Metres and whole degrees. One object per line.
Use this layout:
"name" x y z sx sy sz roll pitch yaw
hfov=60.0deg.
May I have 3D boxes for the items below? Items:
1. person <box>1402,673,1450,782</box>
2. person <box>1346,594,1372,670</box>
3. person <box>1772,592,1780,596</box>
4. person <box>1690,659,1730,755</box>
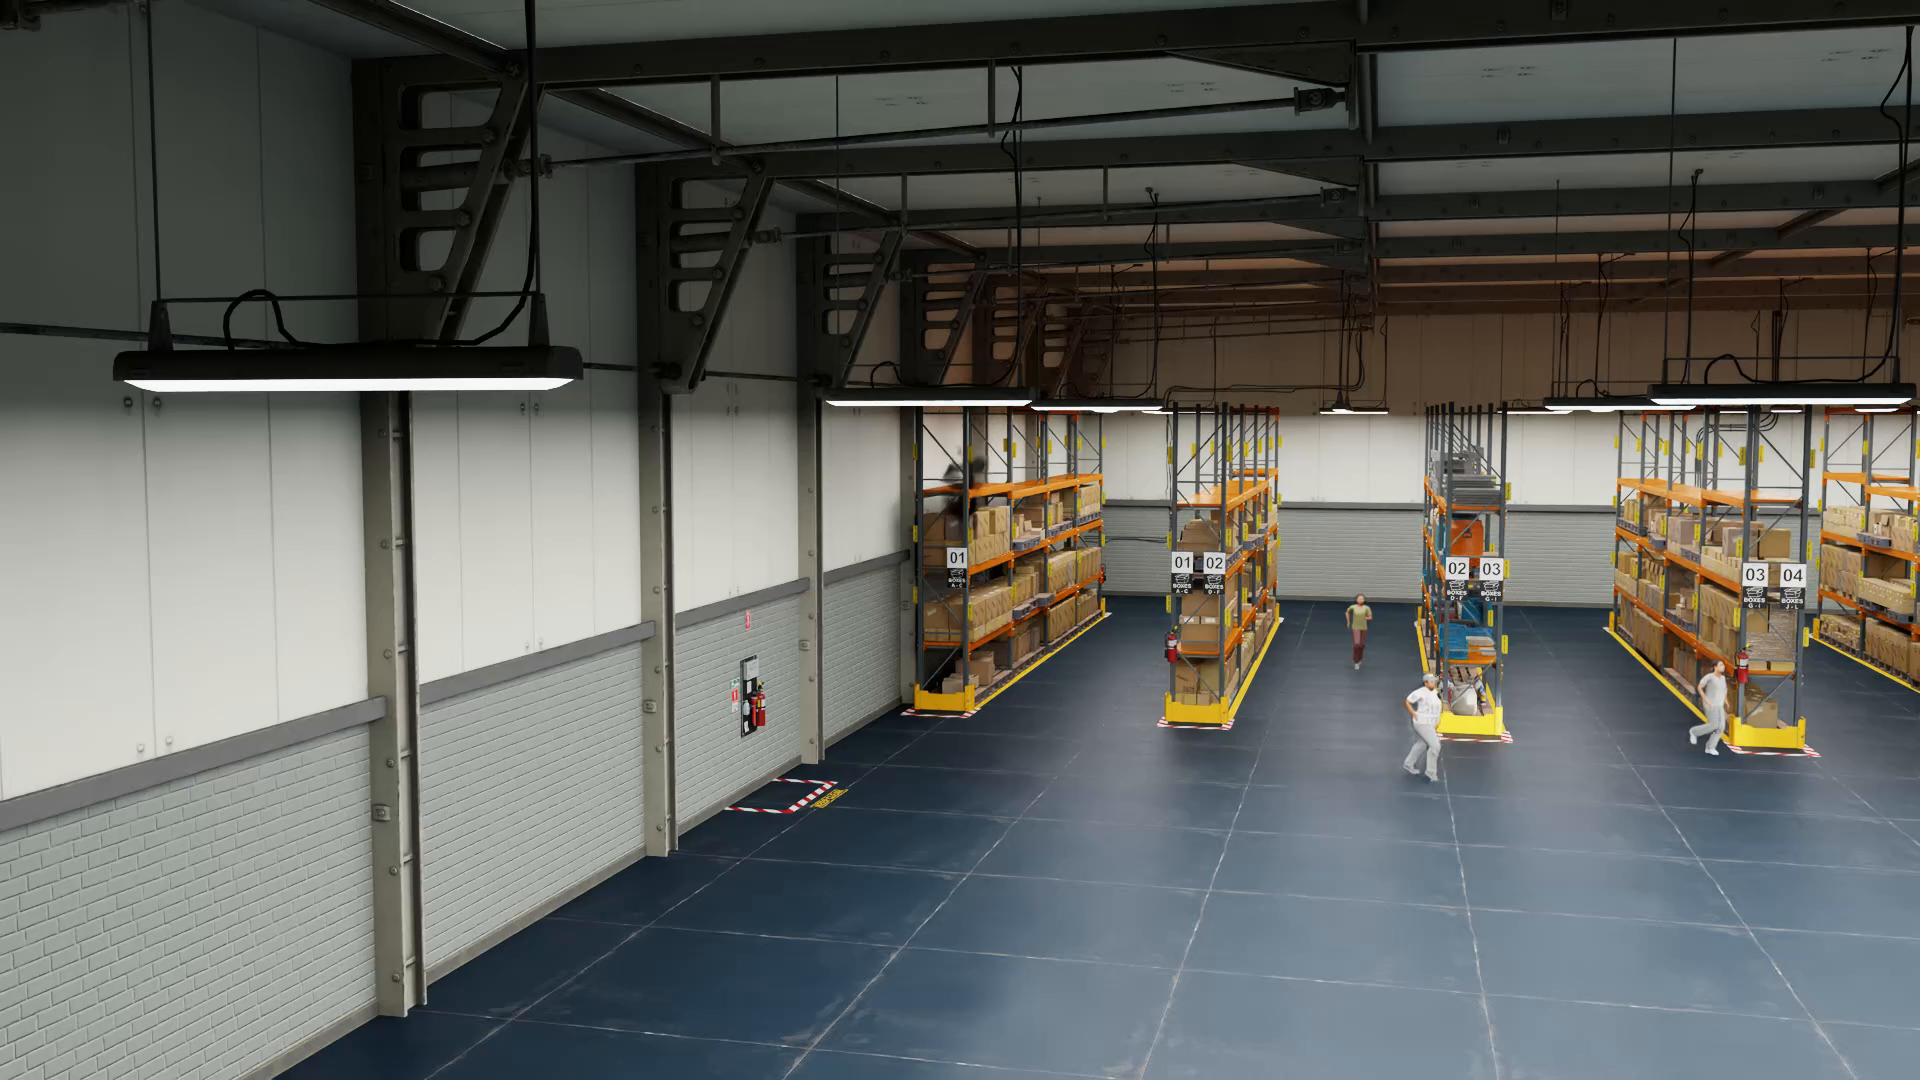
"person" 7.385 2.969 26.378 0.754 1.728 0.574 4 6 41
"person" 9.128 2.083 37.999 0.544 1.727 0.737 0 4 1
"person" 21.535 1.630 43.822 0.760 1.812 0.717 -1 4 -18
"person" 12.889 2.822 28.392 0.603 1.598 0.631 -2 5 -24
